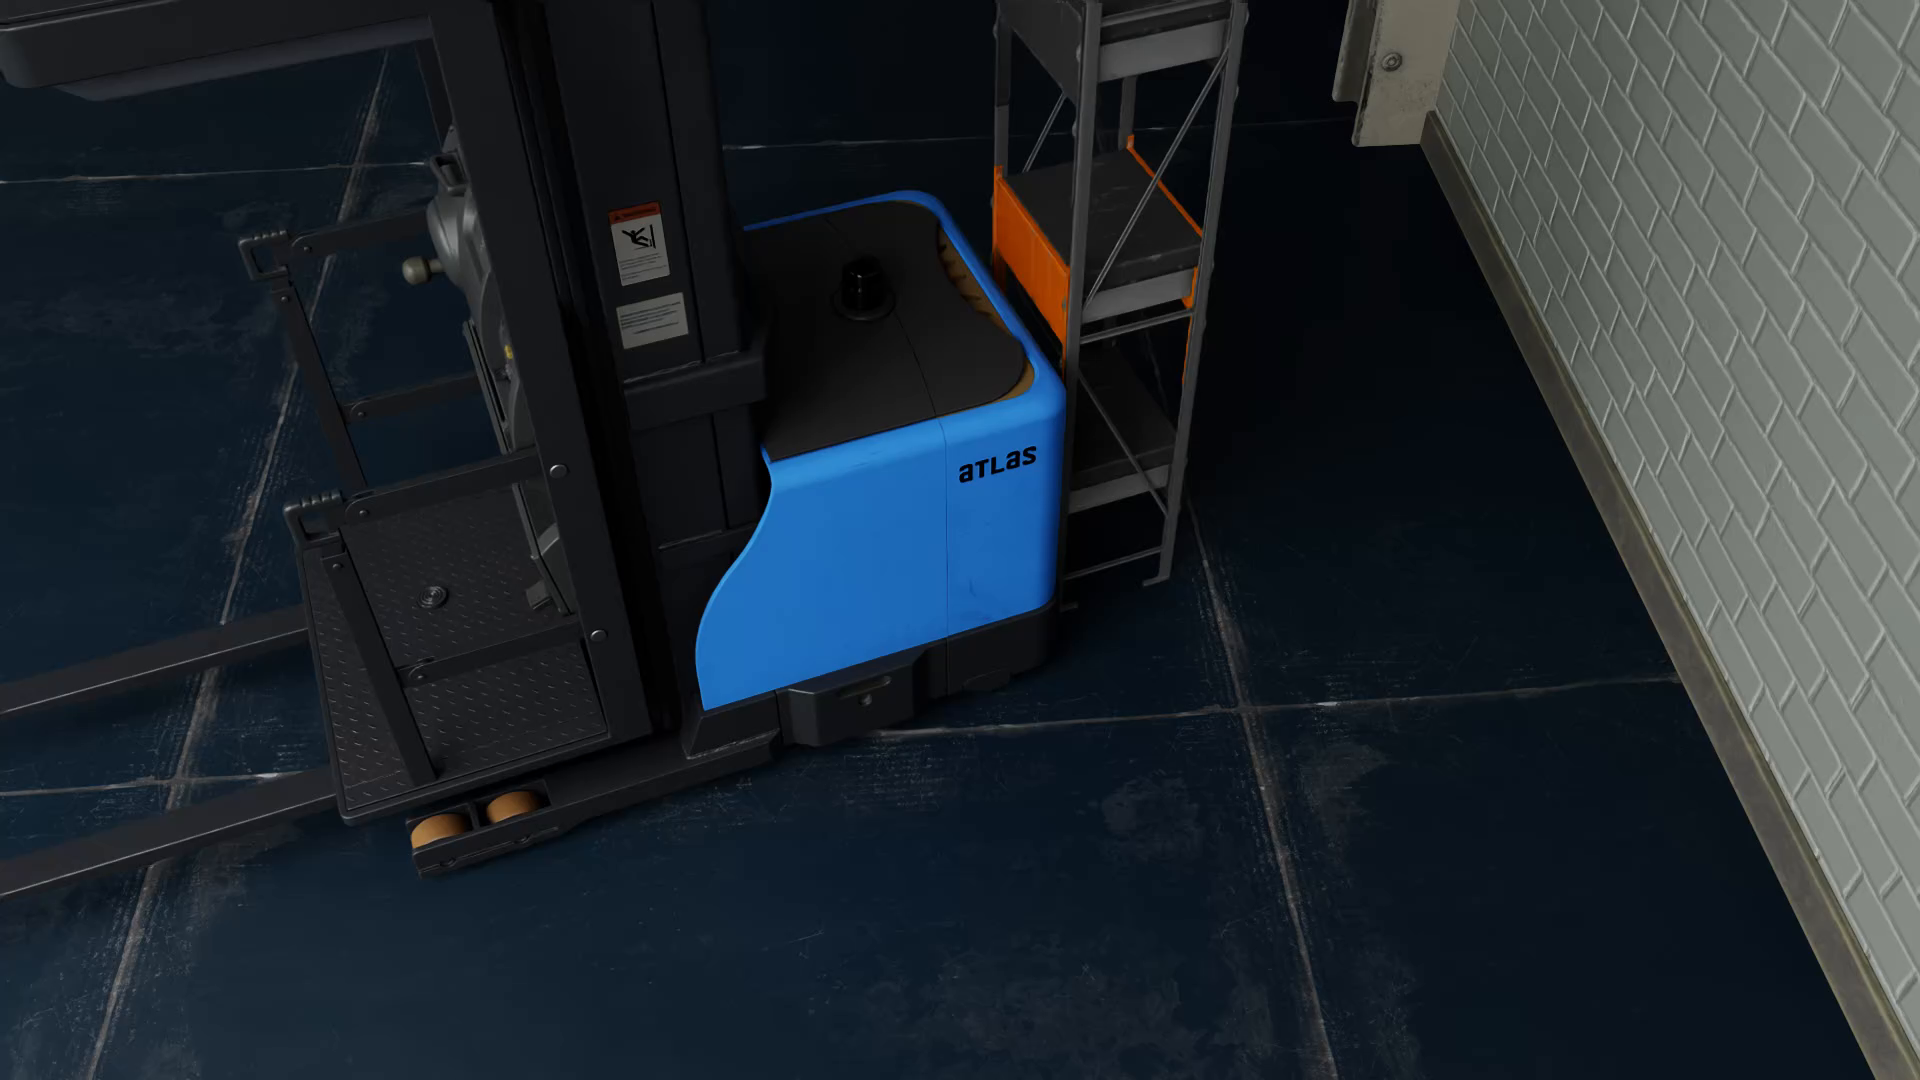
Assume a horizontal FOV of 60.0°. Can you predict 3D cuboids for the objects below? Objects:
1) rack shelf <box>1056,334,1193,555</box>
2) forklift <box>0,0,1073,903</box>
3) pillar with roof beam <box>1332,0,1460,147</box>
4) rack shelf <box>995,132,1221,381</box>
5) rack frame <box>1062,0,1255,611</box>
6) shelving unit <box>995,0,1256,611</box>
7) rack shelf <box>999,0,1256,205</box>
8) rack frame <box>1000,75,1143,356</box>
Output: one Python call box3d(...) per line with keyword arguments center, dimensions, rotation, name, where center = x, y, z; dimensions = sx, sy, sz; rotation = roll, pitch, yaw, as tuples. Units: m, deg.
box3d(center=(0.384, -0.231, 5.005), dimensions=(0.431, 0.518, 0.480), rotation=(-16, 49, -15), name="rack shelf")
box3d(center=(-1.270, -0.568, 3.770), dimensions=(3.031, 2.935, 1.130), rotation=(-16, 49, -15), name="forklift")
box3d(center=(-2.548, -4.586, 3.395), dimensions=(9.100, 9.000, 0.400), rotation=(-3, 47, -3), name="pillar with roof beam")
box3d(center=(0.384, -0.712, 4.497), dimensions=(0.431, 0.518, 0.480), rotation=(-16, 49, -15), name="rack shelf")
box3d(center=(0.475, -0.557, 4.332), dimensions=(0.400, 2.100, 0.015), rotation=(-16, 49, -15), name="rack frame")
box3d(center=(0.384, -0.722, 4.487), dimensions=(0.431, 2.100, 0.503), rotation=(-16, 49, -15), name="shelving unit")
box3d(center=(0.384, -1.194, 3.989), dimensions=(0.431, 0.518, 0.480), rotation=(-16, 49, -15), name="rack shelf")
box3d(center=(0.294, -0.886, 4.643), dimensions=(0.400, 2.100, 0.015), rotation=(-16, 49, -15), name="rack frame")
